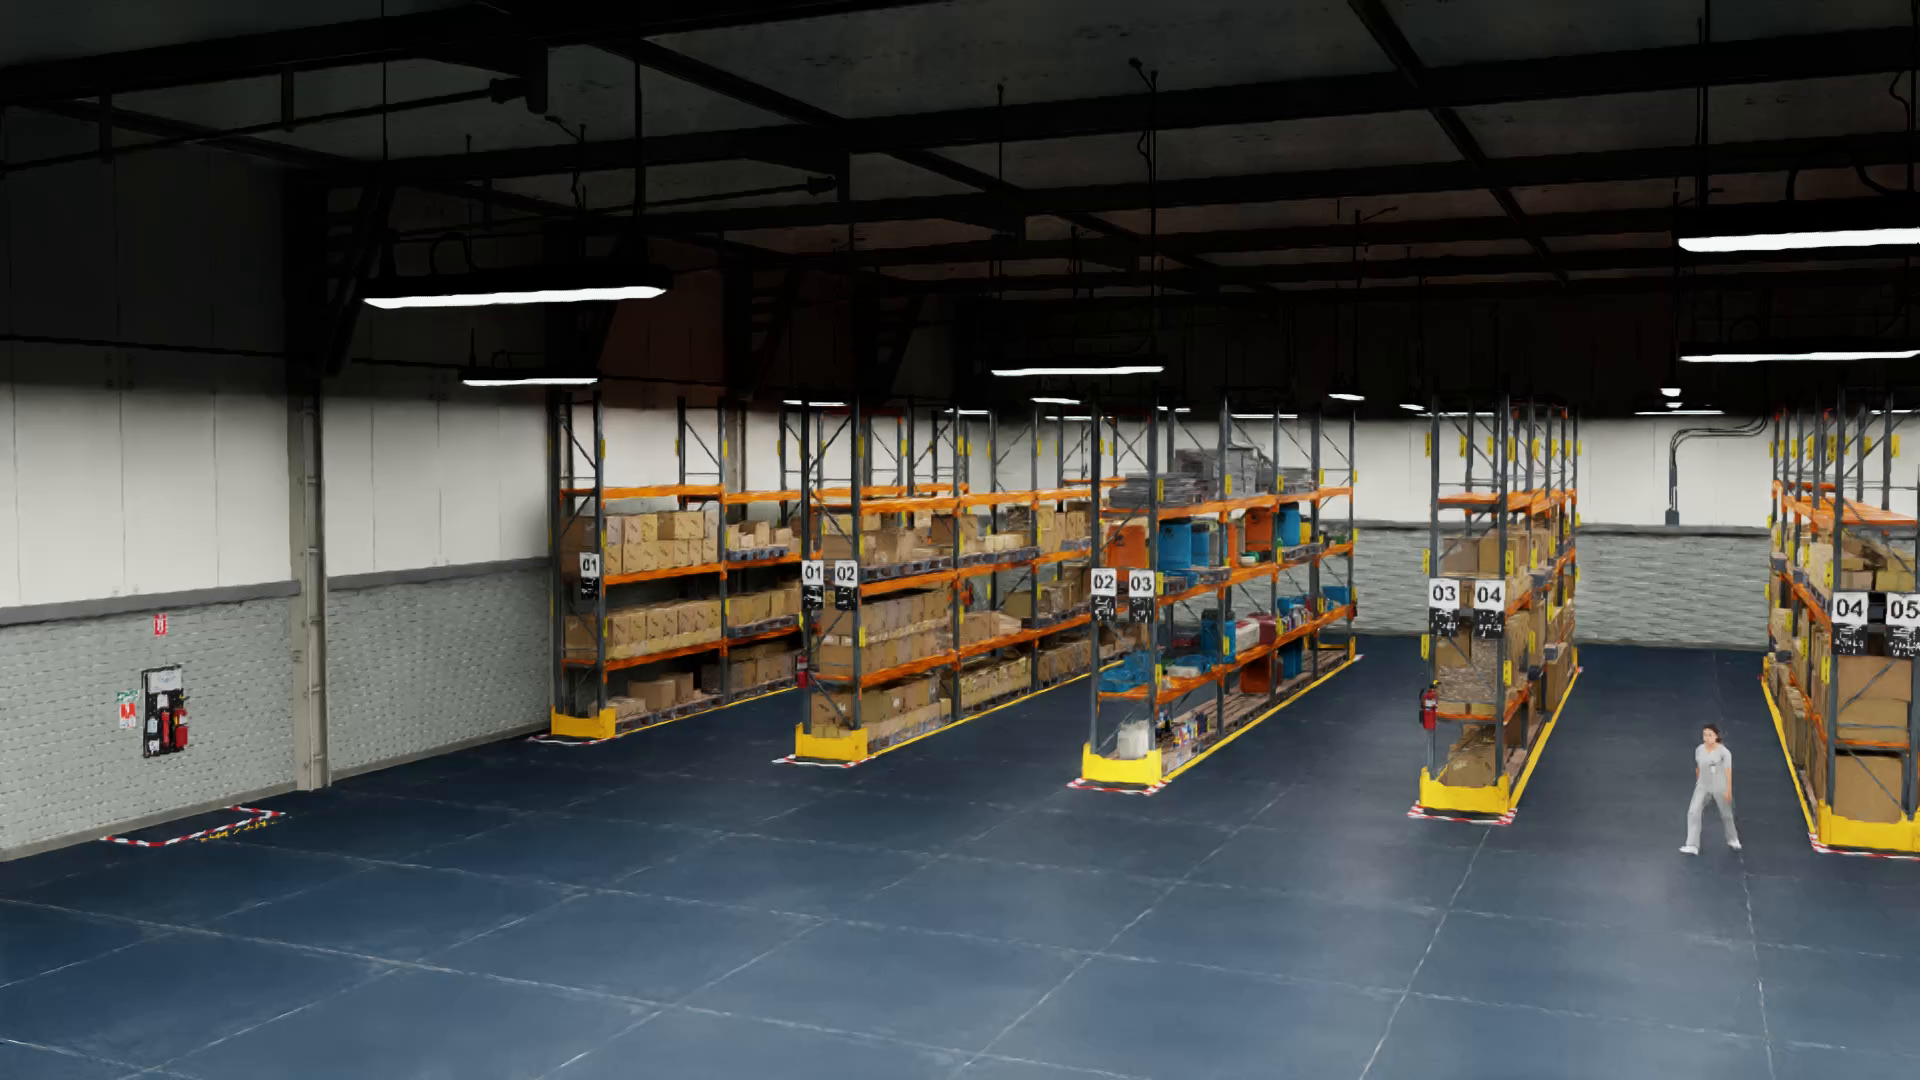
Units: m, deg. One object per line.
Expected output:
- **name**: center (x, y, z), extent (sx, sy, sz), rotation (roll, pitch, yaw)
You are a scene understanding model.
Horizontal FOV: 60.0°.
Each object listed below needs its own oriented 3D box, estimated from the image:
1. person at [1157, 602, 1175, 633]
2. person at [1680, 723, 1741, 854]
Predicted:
- **person**: center (5.429, 1.669, 44.799), extent (0.709, 1.701, 0.797), rotation (0, 3, 4)
- **person**: center (9.316, 3.060, 20.550), extent (0.958, 1.612, 0.490), rotation (-3, 4, -44)
